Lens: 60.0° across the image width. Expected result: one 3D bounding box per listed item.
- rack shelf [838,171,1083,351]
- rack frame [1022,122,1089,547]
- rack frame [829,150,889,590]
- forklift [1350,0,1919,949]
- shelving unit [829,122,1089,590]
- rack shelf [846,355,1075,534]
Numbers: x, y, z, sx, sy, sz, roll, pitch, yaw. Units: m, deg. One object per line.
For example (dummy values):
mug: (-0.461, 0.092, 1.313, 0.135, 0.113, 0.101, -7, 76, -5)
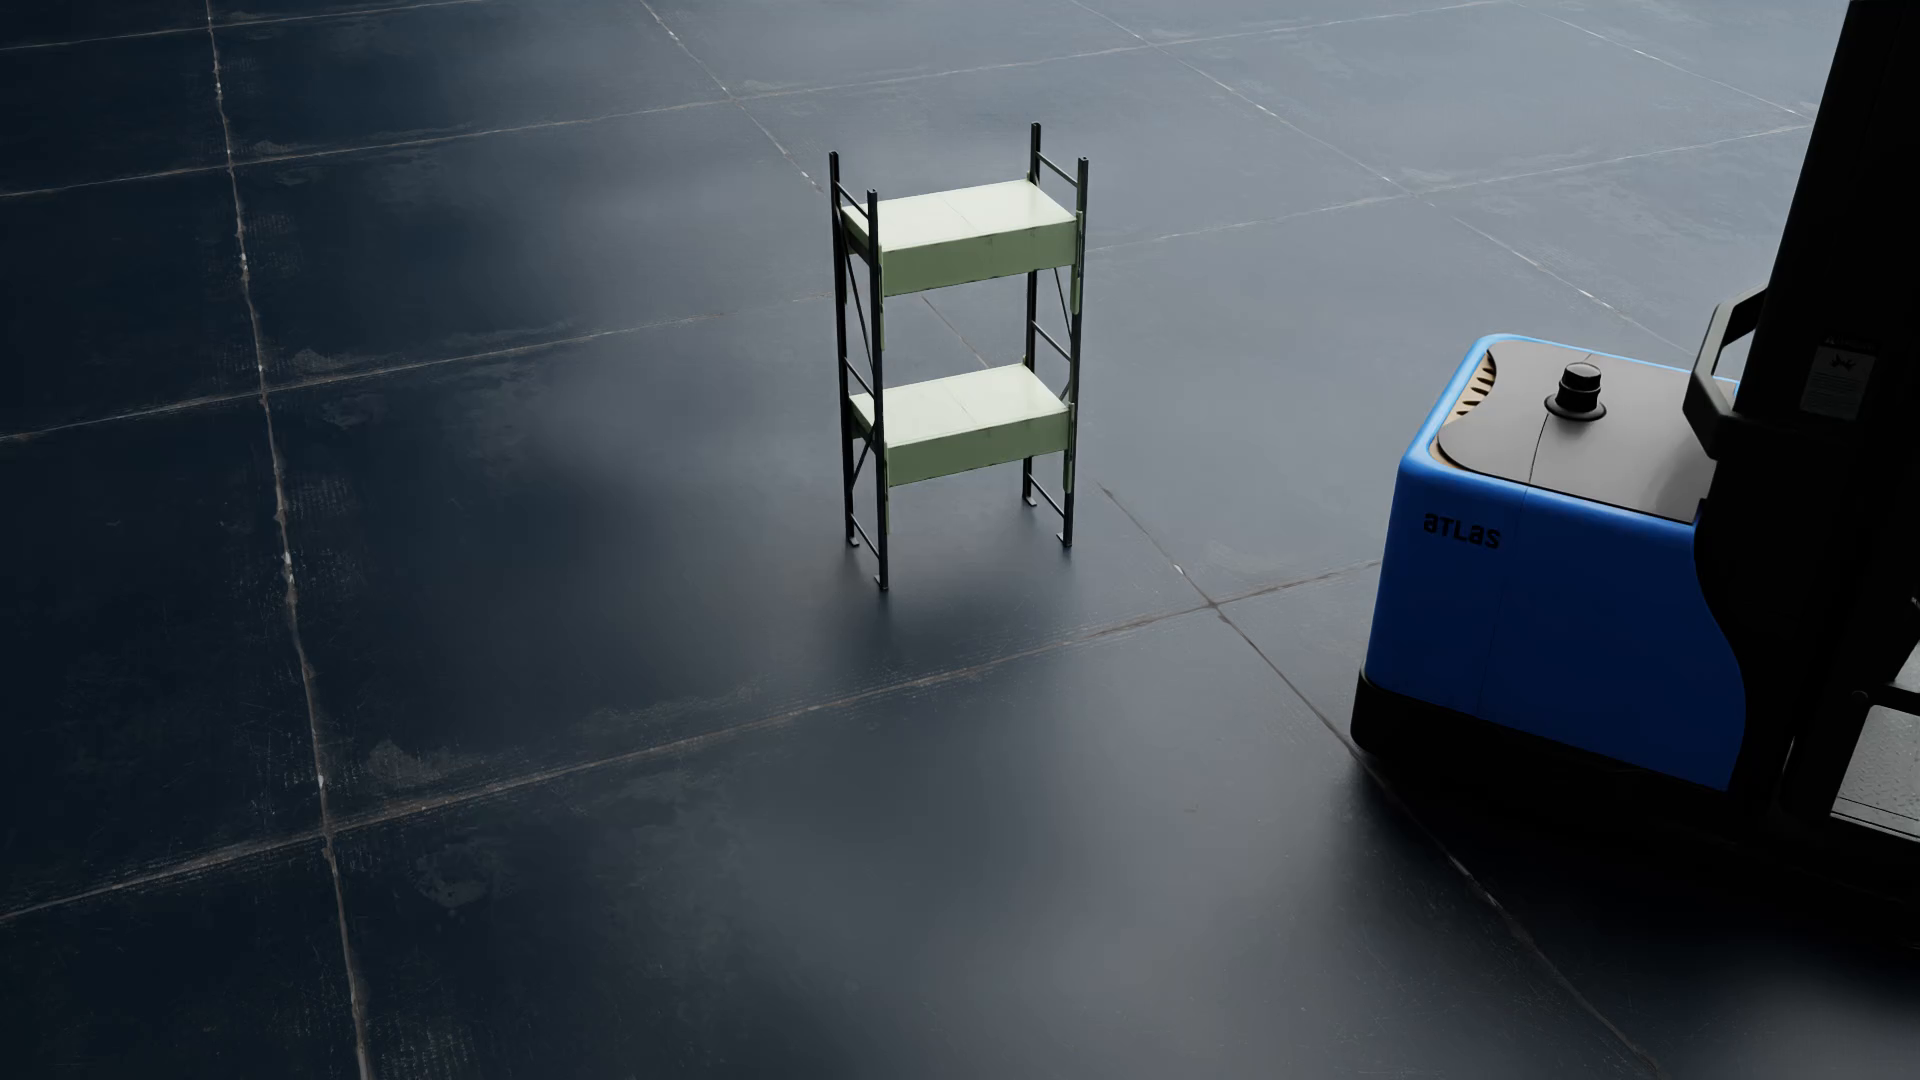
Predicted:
rack shelf: (-0.006, -0.954, 5.626, 0.720, 0.370, 0.431, -13, 35, -19)
rack frame: (0.331, -0.704, 5.958, 0.023, 1.500, 0.400, -13, 35, -19)
rack frame: (-0.344, -0.550, 5.720, 0.023, 1.500, 0.400, -13, 35, -19)
forklift: (2.762, -0.397, 4.172, 3.031, 2.935, 1.130, 16, 36, 23)
shelving unit: (-0.006, -0.627, 5.839, 0.755, 1.500, 0.431, -13, 35, -19)
rack shelf: (-0.006, -0.354, 6.017, 0.720, 0.370, 0.431, -13, 35, -19)
